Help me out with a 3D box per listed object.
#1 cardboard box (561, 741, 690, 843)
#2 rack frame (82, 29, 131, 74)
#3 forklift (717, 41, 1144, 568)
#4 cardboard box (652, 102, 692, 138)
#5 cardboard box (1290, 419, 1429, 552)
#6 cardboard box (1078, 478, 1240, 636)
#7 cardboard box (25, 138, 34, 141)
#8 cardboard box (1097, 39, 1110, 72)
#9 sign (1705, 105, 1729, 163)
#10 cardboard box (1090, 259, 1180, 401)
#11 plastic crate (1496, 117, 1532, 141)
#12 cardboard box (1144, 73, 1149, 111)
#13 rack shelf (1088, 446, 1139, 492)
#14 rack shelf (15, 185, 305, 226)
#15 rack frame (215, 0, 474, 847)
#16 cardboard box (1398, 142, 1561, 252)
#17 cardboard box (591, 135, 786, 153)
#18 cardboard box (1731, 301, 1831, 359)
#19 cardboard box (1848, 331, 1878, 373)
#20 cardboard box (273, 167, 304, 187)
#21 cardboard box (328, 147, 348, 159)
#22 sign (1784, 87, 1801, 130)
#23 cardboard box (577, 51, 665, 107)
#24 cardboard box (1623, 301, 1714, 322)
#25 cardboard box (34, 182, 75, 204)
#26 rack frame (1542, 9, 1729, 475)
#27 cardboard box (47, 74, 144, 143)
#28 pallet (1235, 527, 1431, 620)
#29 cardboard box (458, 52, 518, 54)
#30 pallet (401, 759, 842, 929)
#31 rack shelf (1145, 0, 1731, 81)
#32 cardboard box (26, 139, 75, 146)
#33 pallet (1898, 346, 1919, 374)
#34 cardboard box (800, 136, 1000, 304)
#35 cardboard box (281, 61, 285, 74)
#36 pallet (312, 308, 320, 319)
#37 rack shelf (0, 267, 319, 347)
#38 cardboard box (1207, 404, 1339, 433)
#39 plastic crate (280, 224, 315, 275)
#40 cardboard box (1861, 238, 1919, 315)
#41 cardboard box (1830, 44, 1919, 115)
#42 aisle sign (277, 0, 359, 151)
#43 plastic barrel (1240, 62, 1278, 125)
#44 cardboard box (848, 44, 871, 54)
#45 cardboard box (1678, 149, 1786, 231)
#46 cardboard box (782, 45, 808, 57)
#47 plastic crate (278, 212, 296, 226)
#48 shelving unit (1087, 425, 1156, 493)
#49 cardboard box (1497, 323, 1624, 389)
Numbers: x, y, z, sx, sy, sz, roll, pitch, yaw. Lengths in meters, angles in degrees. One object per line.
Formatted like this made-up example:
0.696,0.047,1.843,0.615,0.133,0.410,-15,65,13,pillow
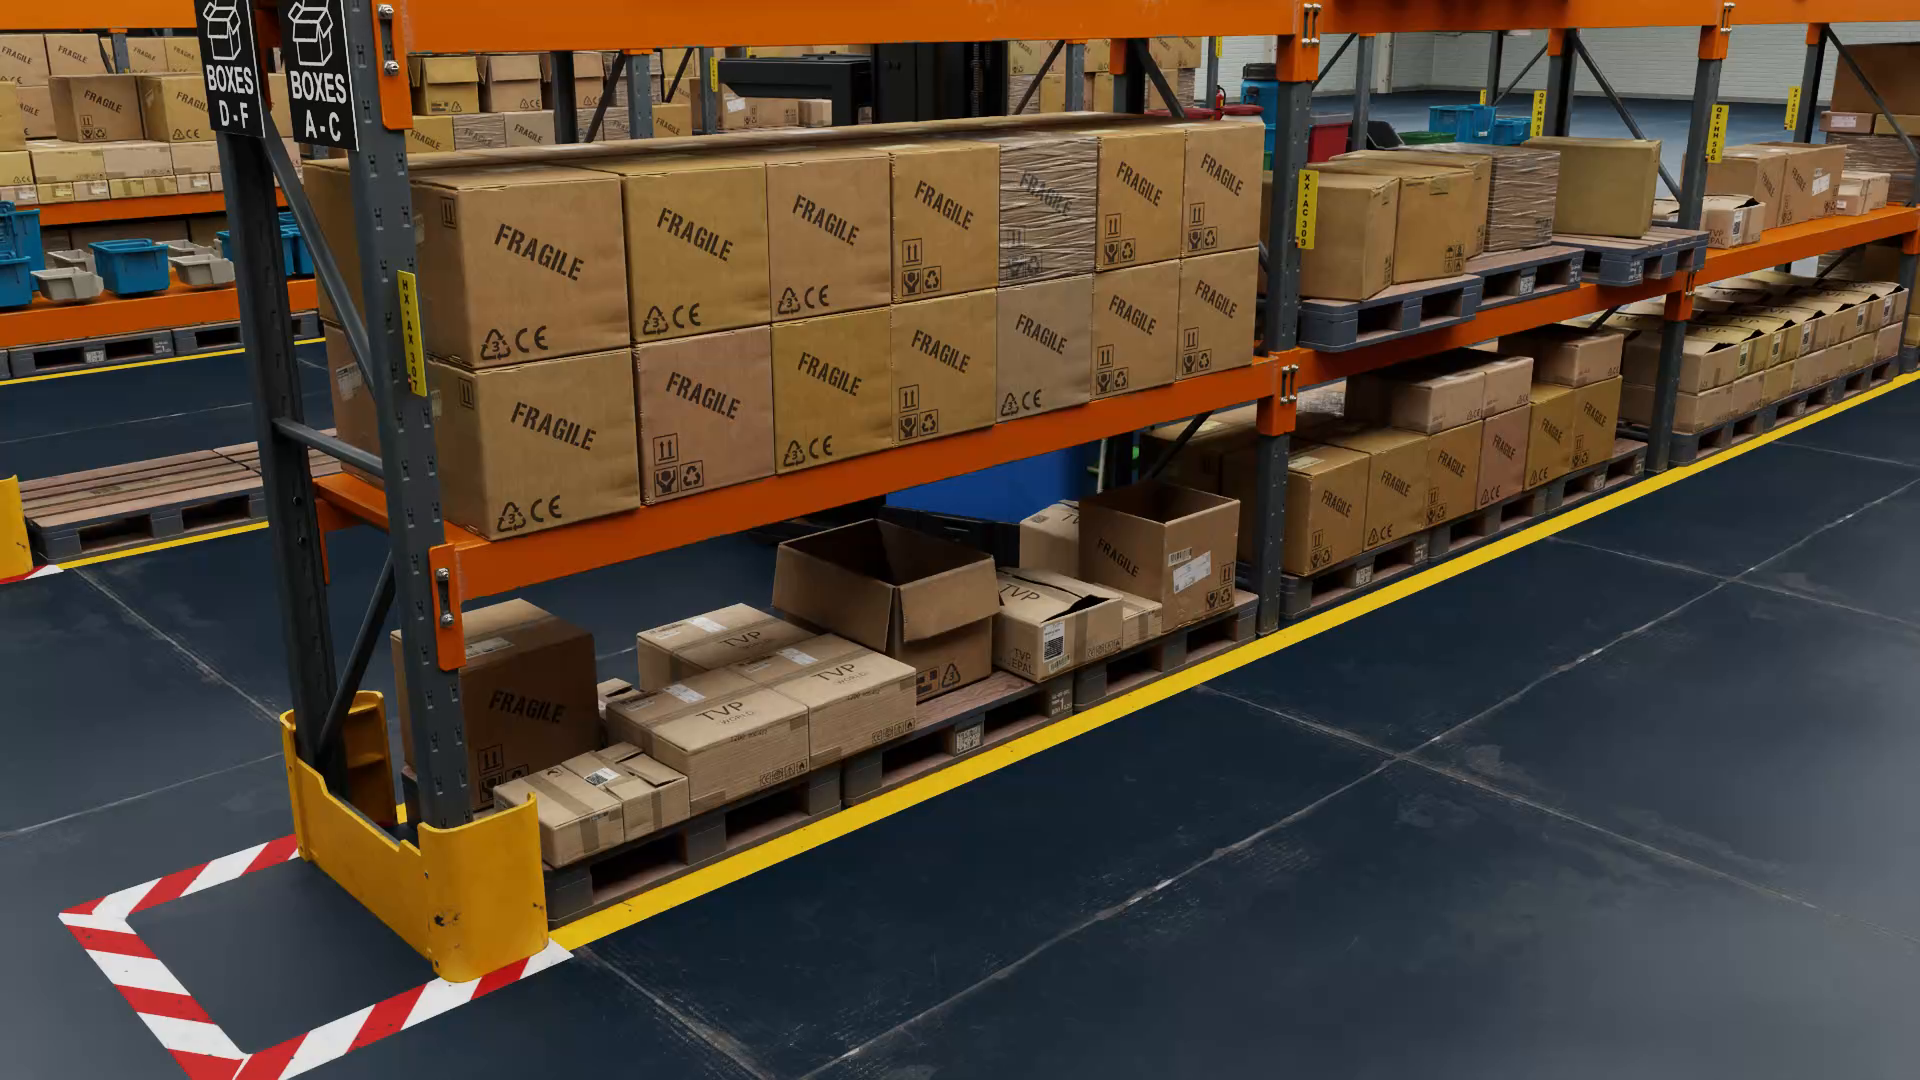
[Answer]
-1.103,0.818,5.478,0.250,0.166,0.380,-16,24,-41,cardboard box
-9.056,-4.457,17.867,0.127,3.000,1.000,-16,24,-41,rack frame
-0.567,-1.478,8.791,3.031,2.935,1.130,8,20,24,forklift
-3.004,-4.059,16.478,0.500,0.500,0.500,-15,23,-39,cardboard box
1.980,-0.287,8.345,0.500,0.500,0.500,-16,24,-40,cardboard box
0.862,0.061,7.273,0.500,0.500,0.500,-16,24,-41,cardboard box
-9.685,-4.063,17.060,0.380,0.149,0.250,17,25,42,cardboard box
1.674,-6.043,20.493,0.500,0.500,0.500,-16,24,-41,cardboard box
4.368,-2.344,9.603,0.005,0.325,0.100,-16,24,-41,sign
0.521,-0.878,6.666,0.500,0.500,0.500,-15,23,-39,cardboard box
6.242,-4.513,18.281,0.616,0.251,0.499,-16,24,-41,plastic crate
1.905,-5.716,21.107,0.500,0.500,0.875,-16,24,-41,cardboard box
0.736,-0.362,8.329,0.258,0.148,0.480,17,25,32,rack shelf
-7.175,-2.558,13.177,4.000,0.370,1.077,-16,24,-41,rack shelf
-1.825,-0.256,4.909,0.127,3.000,1.000,-16,24,-41,rack frame
2.812,-1.888,9.102,0.500,0.500,0.700,-11,21,-31,cardboard box
-0.950,-1.153,5.893,0.500,0.500,0.500,-15,24,-39,cardboard box
5.692,-1.484,11.567,0.500,0.311,0.500,-17,24,-41,cardboard box
6.424,-1.430,12.311,0.500,0.250,0.500,-17,24,-42,cardboard box
-5.718,-3.066,13.986,0.250,0.149,0.380,-16,24,-41,cardboard box
-5.216,-3.413,14.486,0.500,0.500,0.500,-16,24,-41,cardboard box
6.512,-3.372,12.989,0.005,0.325,0.100,-16,24,-41,sign
-3.358,-4.545,16.351,0.637,0.503,0.797,-15,23,-39,cardboard box
4.941,-1.493,11.595,0.500,0.311,0.500,-16,24,-41,cardboard box
-7.027,-2.684,12.808,0.250,0.149,0.380,-17,25,-42,cardboard box
3.988,-1.951,10.138,0.127,3.000,1.000,-16,24,-41,rack frame
-6.983,-3.493,13.439,0.500,0.500,0.500,17,25,42,cardboard box
1.647,0.043,8.511,1.213,0.211,1.003,-16,24,-41,pallet
-5.817,-5.921,20.599,0.500,0.500,0.700,-16,24,-41,cardboard box
-1.191,0.886,5.911,1.213,0.211,1.003,-16,24,-41,pallet
2.535,-2.612,8.479,4.000,0.370,1.077,-16,24,-41,rack shelf
-7.344,-3.035,13.244,0.500,0.250,0.500,-16,24,-41,cardboard box
7.501,-1.631,13.673,1.213,0.211,1.003,-16,24,-41,pallet
-0.211,-1.139,5.851,0.500,0.500,0.500,-17,24,-41,cardboard box
-11.436,-8.036,28.340,0.500,0.250,0.500,-16,24,-40,cardboard box
-5.213,-2.178,15.360,1.213,0.211,1.003,-16,24,-41,pallet
-3.772,-1.448,9.754,4.000,0.370,1.077,-16,24,-41,rack shelf
1.608,-0.395,8.679,0.500,0.500,0.500,-16,24,-41,cardboard box
-3.645,-1.636,9.343,0.300,0.233,0.416,-16,24,-41,plastic crate
7.447,-2.075,13.082,0.500,0.500,0.500,-16,24,-41,cardboard box
7.213,-3.558,12.831,0.500,0.500,0.700,-16,24,-41,cardboard box
-1.673,-1.412,4.261,0.004,0.787,0.394,-16,24,-41,aisle sign
3.005,-4.134,16.058,0.708,0.901,0.600,-16,24,-41,plastic barrel
-0.582,-5.367,19.022,1.000,1.000,1.000,-16,24,-40,cardboard box
5.196,-2.357,11.230,0.500,0.500,0.500,16,24,41,cardboard box
-2.632,-6.950,23.563,0.550,0.550,0.875,-16,24,-41,cardboard box
-3.909,-1.808,9.871,0.300,0.233,0.416,-16,24,-41,plastic crate
0.739,-0.421,8.306,0.258,1.200,0.503,17,25,32,shelving unit
3.432,-1.064,9.527,0.500,0.250,0.500,-15,23,-39,cardboard box
